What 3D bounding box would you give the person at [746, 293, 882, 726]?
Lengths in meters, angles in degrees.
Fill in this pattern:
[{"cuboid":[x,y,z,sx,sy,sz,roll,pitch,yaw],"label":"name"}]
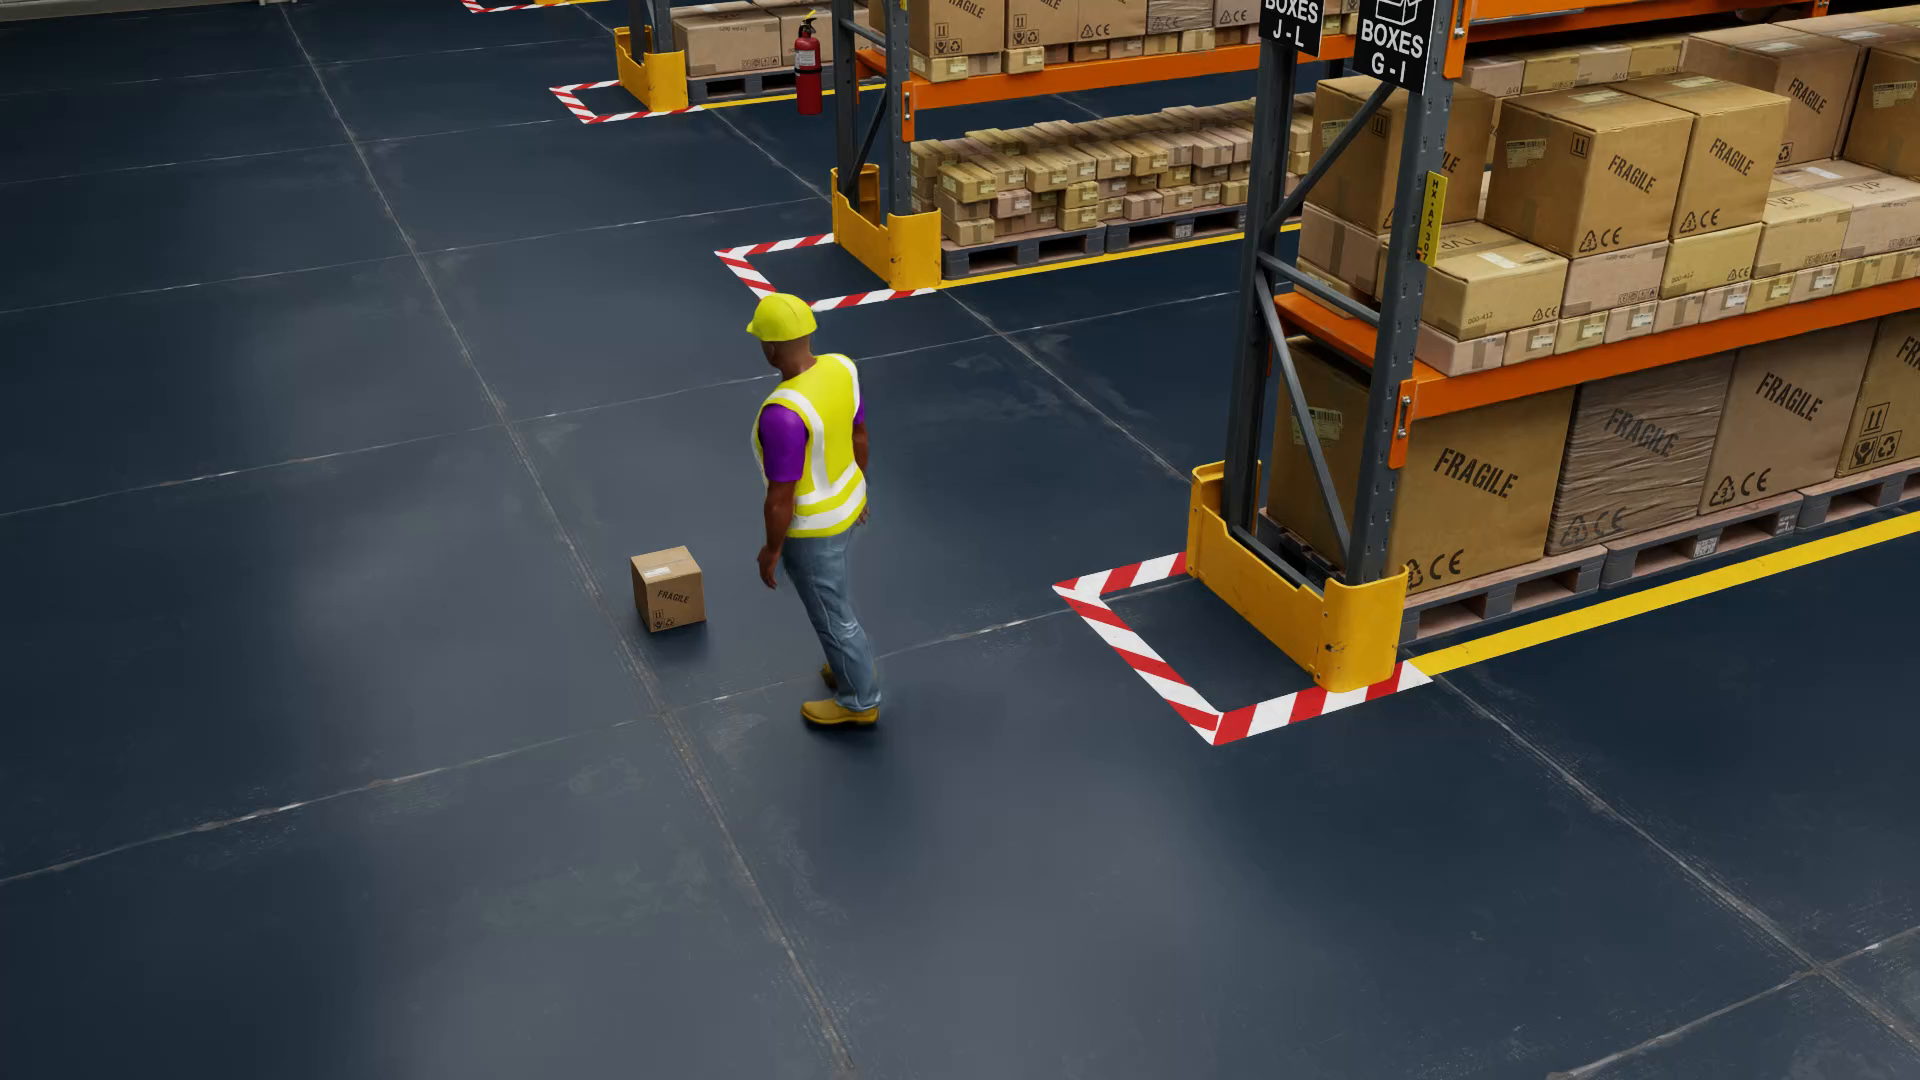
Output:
[{"cuboid":[-0.534,-0.084,6.226,0.475,1.777,0.606,8,30,14],"label":"person"}]
